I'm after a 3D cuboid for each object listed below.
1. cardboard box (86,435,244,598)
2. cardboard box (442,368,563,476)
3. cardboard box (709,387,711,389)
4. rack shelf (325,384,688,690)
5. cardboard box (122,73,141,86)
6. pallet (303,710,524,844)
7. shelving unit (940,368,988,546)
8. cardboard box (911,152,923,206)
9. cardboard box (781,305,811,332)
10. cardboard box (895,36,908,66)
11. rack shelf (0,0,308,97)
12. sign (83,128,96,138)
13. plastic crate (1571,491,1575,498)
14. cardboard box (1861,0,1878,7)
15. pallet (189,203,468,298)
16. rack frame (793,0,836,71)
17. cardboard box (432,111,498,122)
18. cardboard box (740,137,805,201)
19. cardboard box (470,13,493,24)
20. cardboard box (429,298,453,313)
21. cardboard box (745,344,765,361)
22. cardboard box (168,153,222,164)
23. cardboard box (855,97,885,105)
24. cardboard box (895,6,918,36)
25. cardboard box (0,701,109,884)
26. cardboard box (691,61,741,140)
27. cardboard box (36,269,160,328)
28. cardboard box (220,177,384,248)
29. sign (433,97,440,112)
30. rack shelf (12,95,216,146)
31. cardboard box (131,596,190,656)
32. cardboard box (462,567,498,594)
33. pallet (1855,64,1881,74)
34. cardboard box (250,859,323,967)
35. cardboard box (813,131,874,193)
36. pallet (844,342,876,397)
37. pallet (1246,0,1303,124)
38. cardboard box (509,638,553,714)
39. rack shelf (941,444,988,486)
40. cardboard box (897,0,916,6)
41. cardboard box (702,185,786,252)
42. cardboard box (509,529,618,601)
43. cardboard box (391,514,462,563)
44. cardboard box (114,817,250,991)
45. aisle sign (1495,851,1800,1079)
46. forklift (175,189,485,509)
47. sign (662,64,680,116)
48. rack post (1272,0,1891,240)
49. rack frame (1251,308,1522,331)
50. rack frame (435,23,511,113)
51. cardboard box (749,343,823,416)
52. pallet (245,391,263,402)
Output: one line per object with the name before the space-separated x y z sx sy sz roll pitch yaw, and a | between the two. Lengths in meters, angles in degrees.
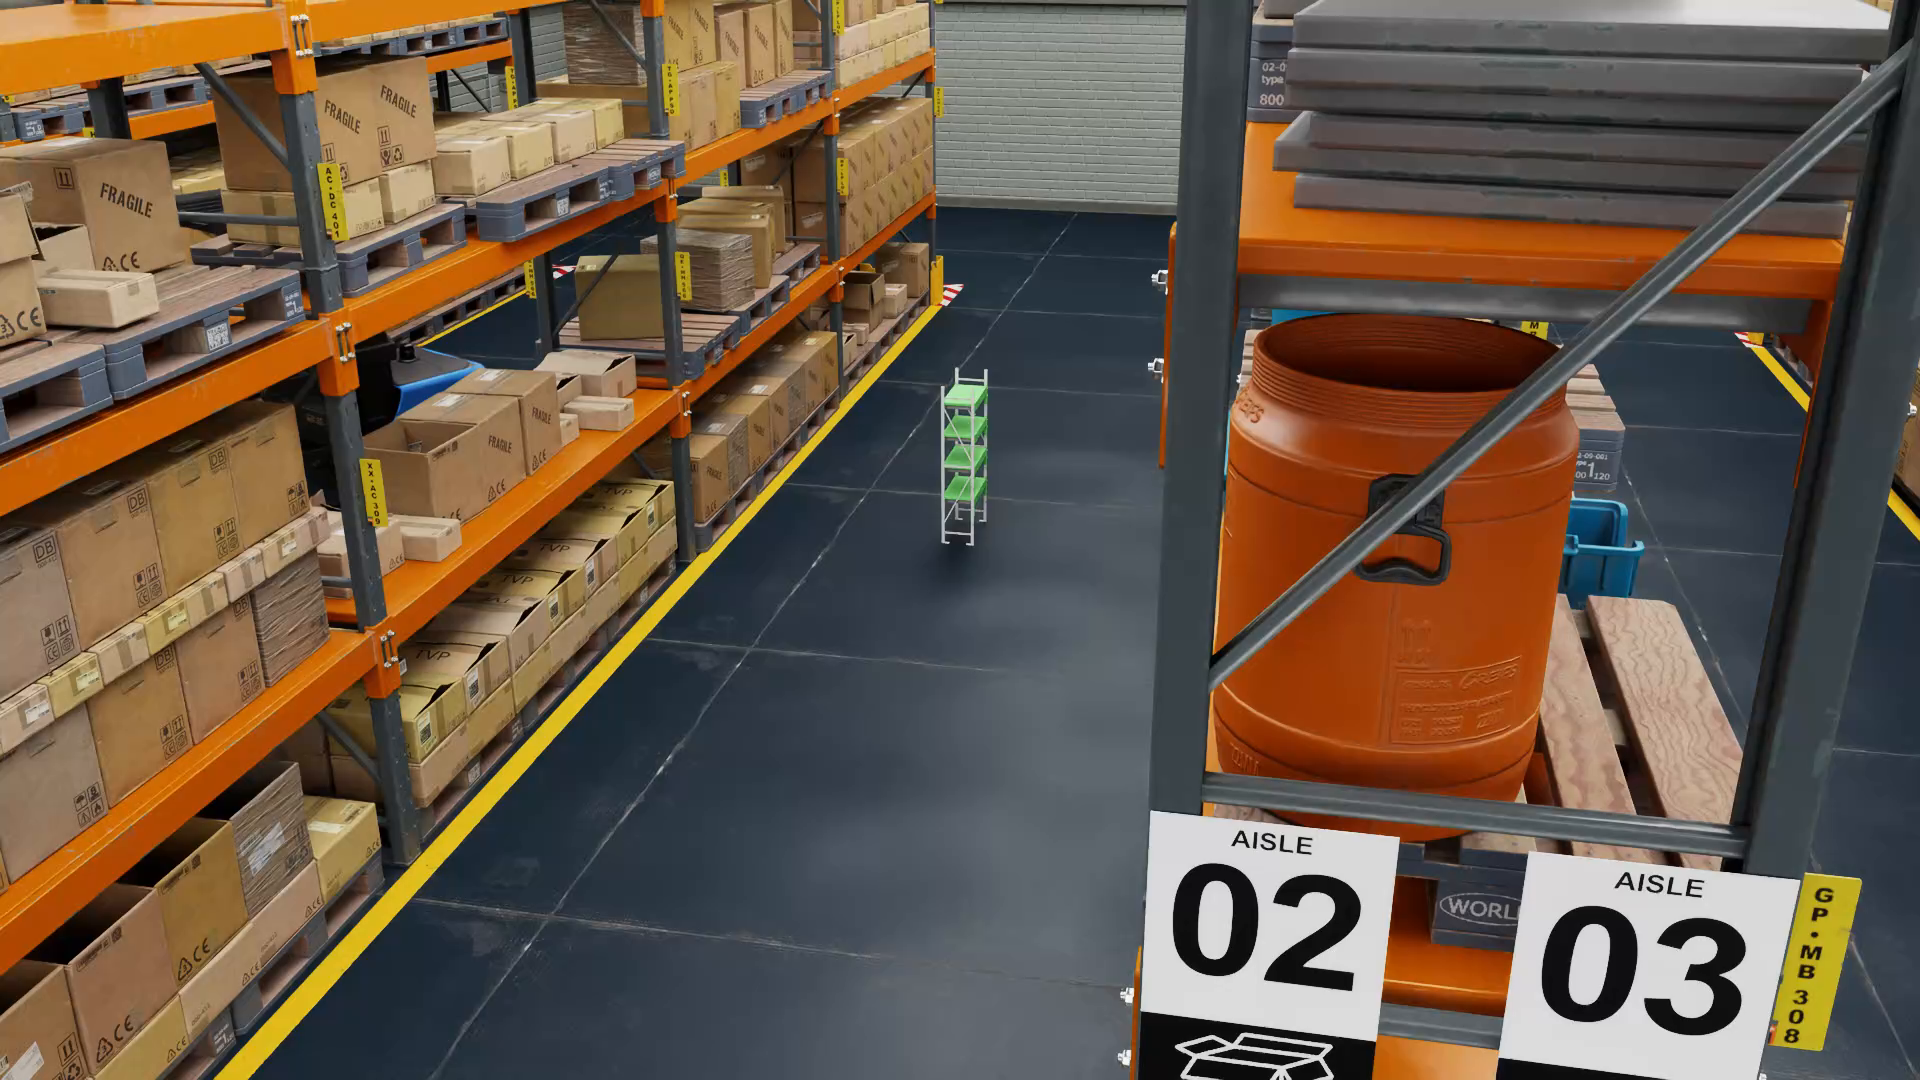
cardboard box | -3.410 -0.118 6.761 0.700 0.500 0.500 4 22 11
cardboard box | -2.734 -0.712 9.972 0.500 0.500 0.500 3 22 8
cardboard box | -2.234 -1.428 13.638 0.500 0.250 0.500 4 22 10
rack shelf | -2.815 -0.215 9.836 1.077 0.370 4.000 4 22 11
cardboard box | -7.032 -3.879 13.233 0.700 0.500 0.500 6 23 14
pallet | -3.111 1.203 9.083 1.003 0.211 1.213 4 22 11
shelving unit | 0.034 -0.617 12.280 0.258 1.200 0.503 4 22 11
cardboard box | -0.702 -3.878 17.834 0.500 0.500 0.500 5 22 11
cardboard box | -1.752 -2.018 16.106 0.500 0.500 0.500 4 22 11
cardboard box | -0.823 -4.954 16.825 0.500 0.250 0.500 4 22 11
rack shelf | -3.631 -1.350 5.158 1.077 0.370 4.000 4 22 11
sign | -3.757 -1.633 7.264 0.100 0.325 0.005 4 22 11
plastic crate | 1.693 -0.090 4.899 0.243 0.136 0.396 4 22 11
cardboard box | 8.636 -4.738 15.257 0.700 0.500 0.500 4 22 9
pallet | -3.056 -1.444 8.164 0.805 0.209 1.217 4 22 9
rack frame | -1.591 -5.526 14.029 1.000 3.000 0.127 4 22 11
cardboard box | -5.719 -4.534 19.196 0.980 0.700 0.700 5 23 13
cardboard box | -1.741 -3.458 15.453 0.500 0.500 0.500 5 22 11
cardboard box | -5.515 -5.857 18.372 0.500 0.250 0.500 5 23 13
cardboard box | -5.976 -2.792 18.054 0.700 0.500 0.500 5 22 12
cardboard box | -2.026 -1.434 14.655 0.500 0.500 0.500 5 22 12
cardboard box | -6.890 -3.321 15.022 0.500 0.250 0.500 5 22 12
cardboard box | -1.123 -4.574 18.224 0.500 0.500 0.500 5 23 13
cardboard box | -0.732 -5.370 17.188 0.500 0.250 0.500 4 22 11
cardboard box | -3.619 0.863 6.062 0.700 0.500 0.500 5 23 13
cardboard box | -2.141 -3.257 12.277 0.910 0.500 0.500 4 22 11
cardboard box | -3.202 -0.890 6.120 0.380 0.149 0.250 4 22 11
cardboard box | -3.088 -1.559 7.832 0.500 0.250 0.500 7 23 16
sign | -6.167 -5.065 19.651 0.100 0.325 0.005 4 22 11
rack shelf | -6.849 -3.446 13.842 1.077 0.370 4.000 4 22 11
cardboard box | -3.279 0.323 6.534 0.380 0.149 0.250 4 22 11
cardboard box | -3.111 0.276 10.020 0.500 0.311 0.500 4 22 10
pallet | 8.535 -4.080 14.573 1.003 0.211 1.213 4 22 11
cardboard box | -3.216 1.631 7.406 0.500 0.250 0.500 4 22 11
cardboard box | -1.115 -3.593 15.788 0.500 0.500 0.500 4 22 9
pallet | -1.450 -1.701 16.295 1.003 0.211 1.213 4 22 11
pallet | 1.237 -1.197 4.069 1.003 0.211 1.213 4 22 11
cardboard box | -2.690 0.758 9.575 0.500 0.250 0.500 4 22 9
rack shelf | 0.034 -0.558 12.304 0.258 0.148 0.480 4 22 11
cardboard box | -0.864 -5.919 17.547 0.700 0.500 0.500 4 22 11
cardboard box | -1.907 -2.828 14.665 0.700 0.500 0.500 -3 22 -7
cardboard box | -2.478 0.125 10.395 0.500 0.311 0.500 4 22 11
cardboard box | -2.842 -0.010 8.698 0.380 0.149 0.250 4 22 11
cardboard box | -3.316 1.467 6.812 0.500 0.500 0.500 4 22 11
aisle sign | 1.081 0.867 2.706 0.394 0.787 0.004 4 22 11
forklift | -4.955 -1.397 11.900 1.130 2.935 3.031 16 27 35
sign | -1.865 -2.903 10.734 0.100 0.325 0.005 4 22 11
rack post | 1.088 -0.793 2.947 0.937 0.300 0.954 7 23 17
rack frame | 1.625 -2.221 5.824 1.000 3.000 0.127 4 22 11
rack frame | -5.625 -4.583 19.717 1.000 3.000 0.127 4 22 11
cardboard box | -1.520 -1.405 14.585 0.500 0.500 0.500 5 22 11
pallet | -6.772 -1.091 14.779 1.003 0.211 1.213 4 22 11
